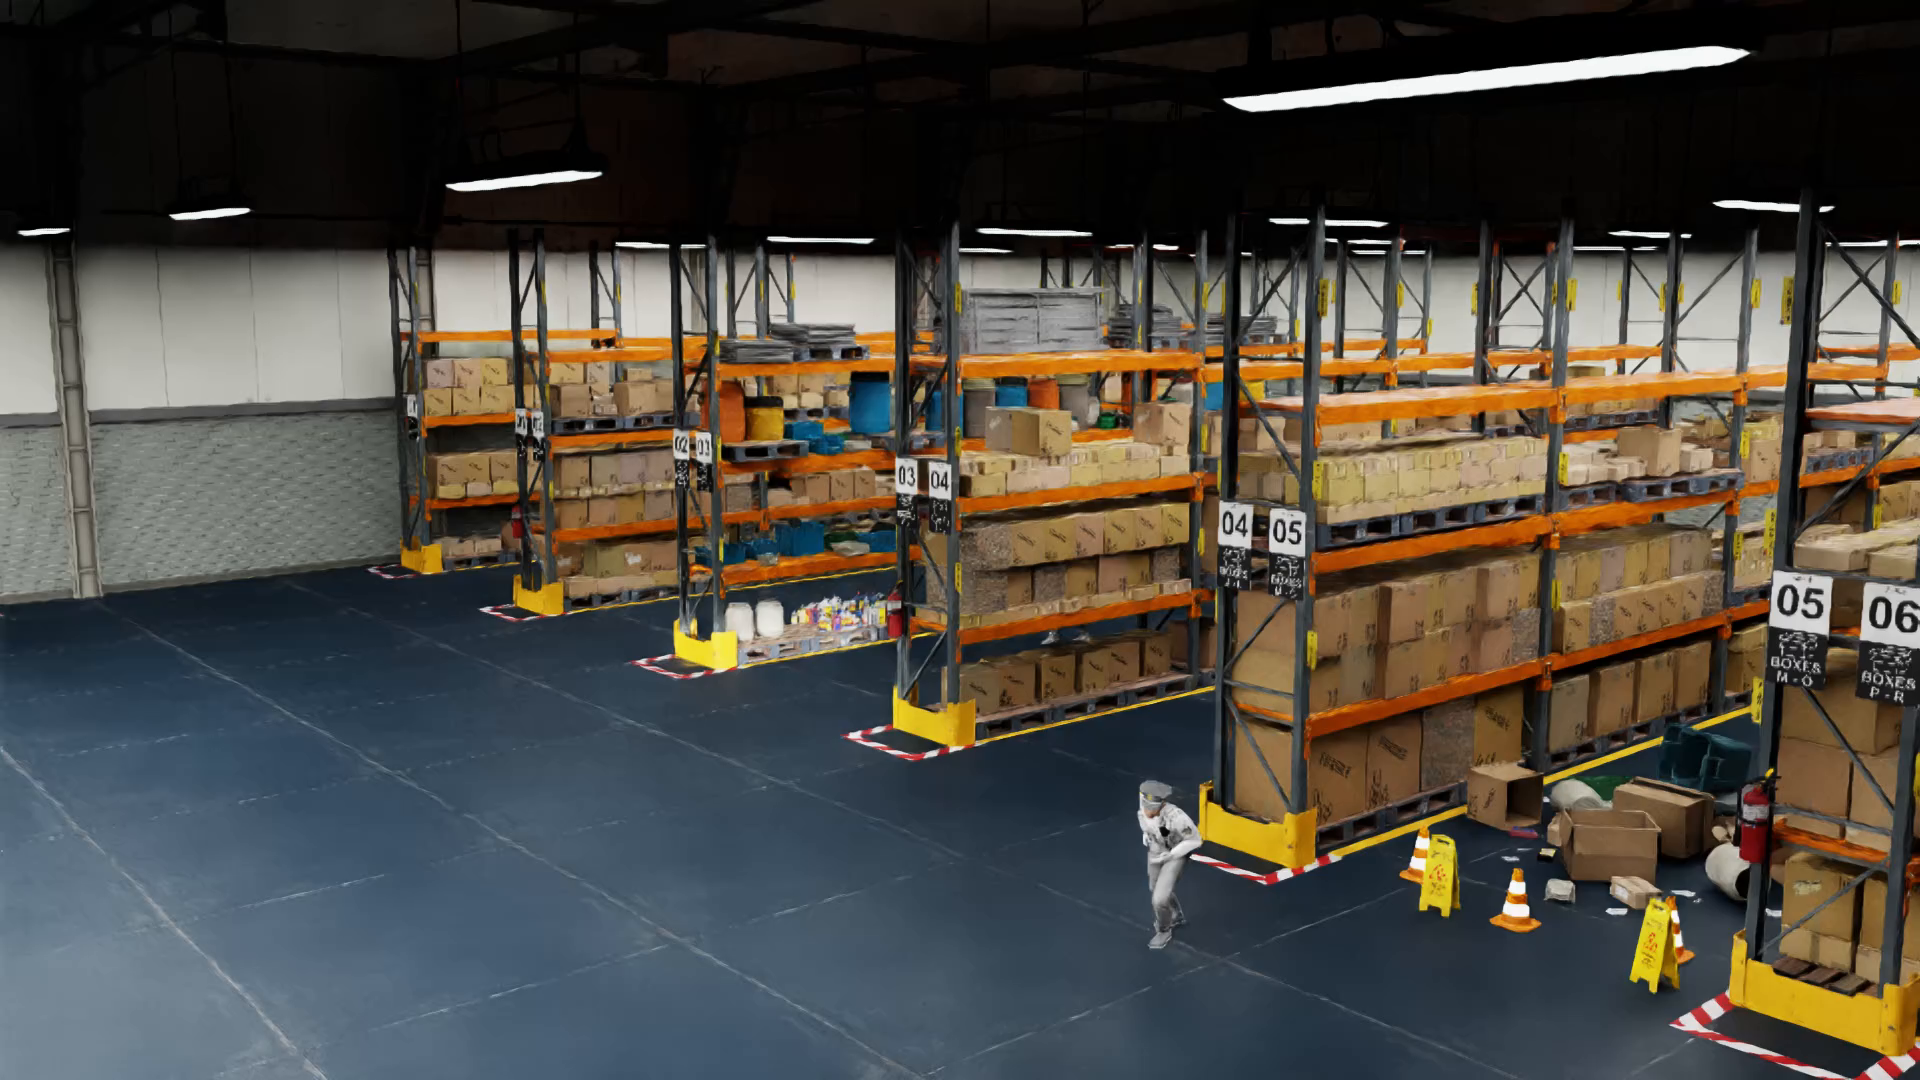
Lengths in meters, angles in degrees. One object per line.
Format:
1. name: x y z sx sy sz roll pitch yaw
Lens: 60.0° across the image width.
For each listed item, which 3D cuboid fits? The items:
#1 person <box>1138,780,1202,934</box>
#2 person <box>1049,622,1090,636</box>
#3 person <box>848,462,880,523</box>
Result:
1. person: 1.608 2.467 13.028 0.523 1.343 0.892 8 12 42
2. person: 1.531 0.633 23.998 0.833 1.602 0.743 -9 12 -44
3. person: -1.972 -0.901 33.970 0.871 1.721 0.739 -9 12 -44
